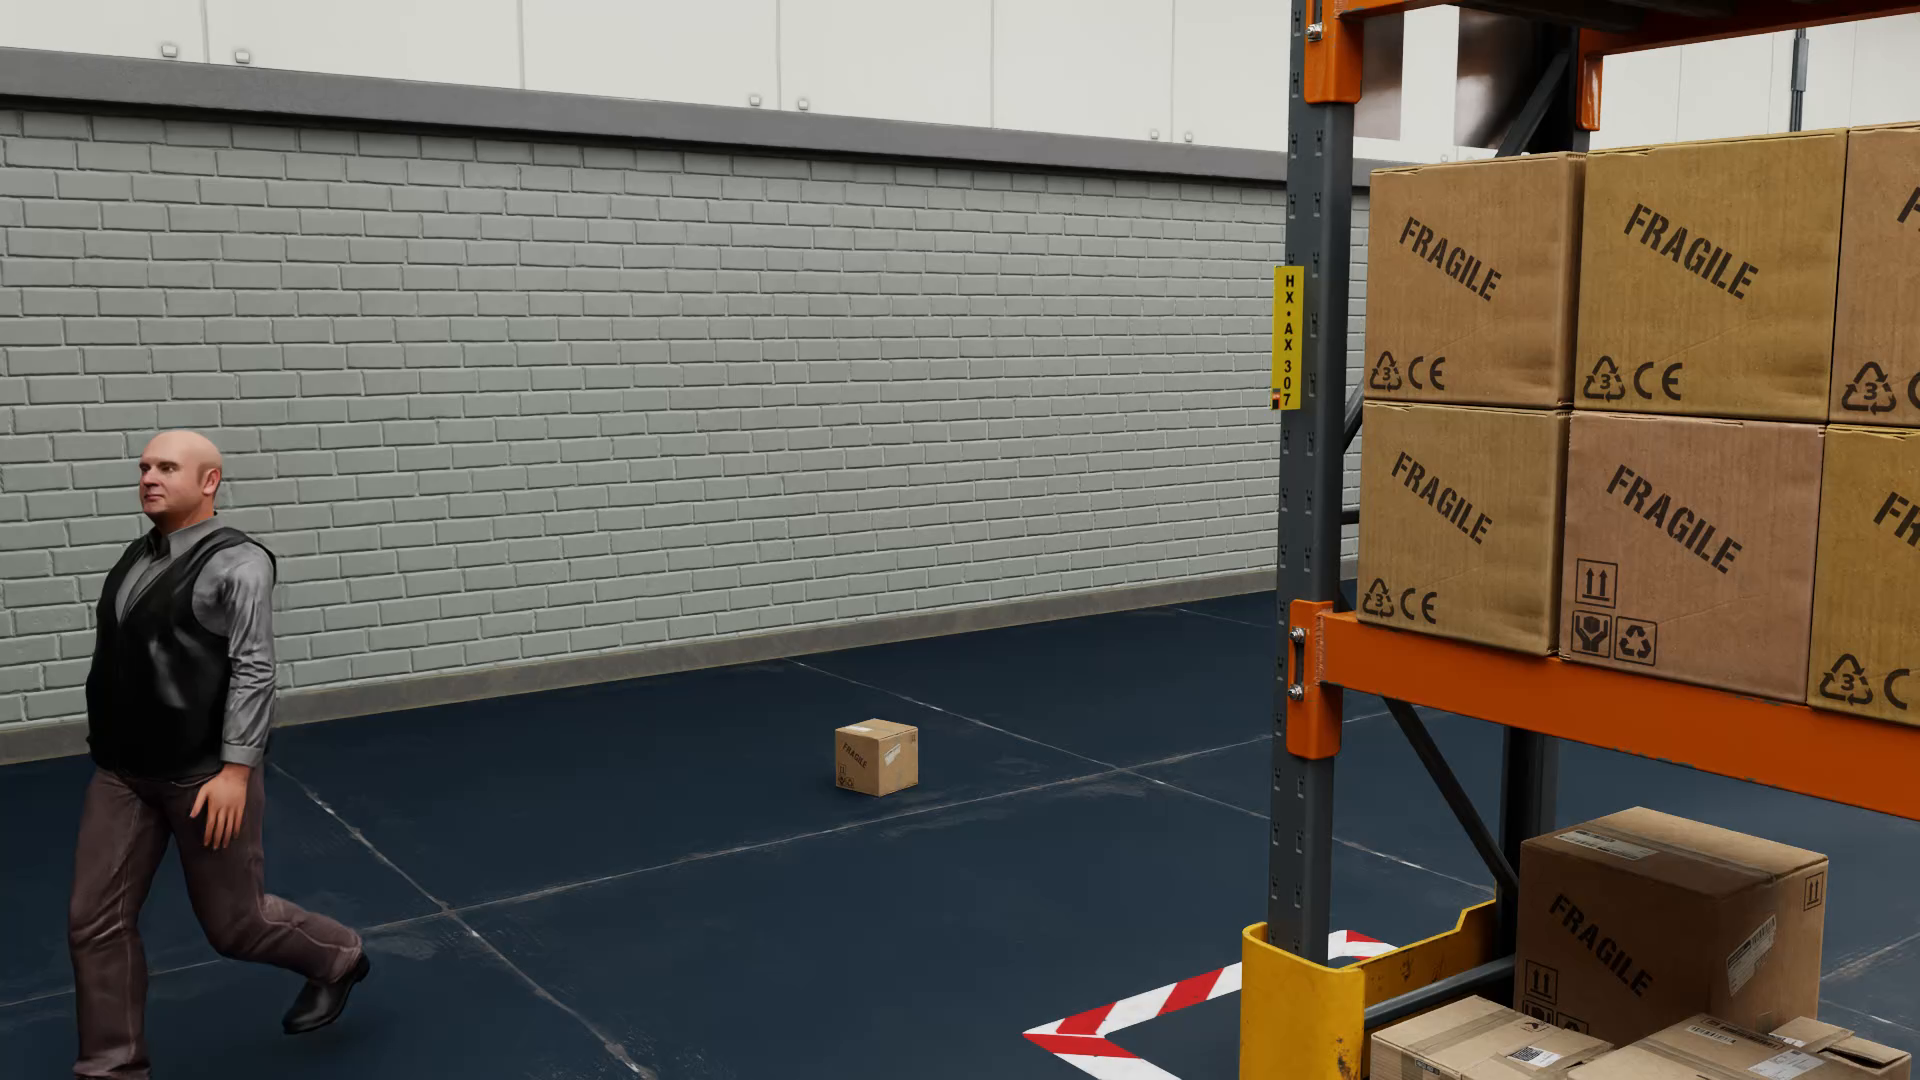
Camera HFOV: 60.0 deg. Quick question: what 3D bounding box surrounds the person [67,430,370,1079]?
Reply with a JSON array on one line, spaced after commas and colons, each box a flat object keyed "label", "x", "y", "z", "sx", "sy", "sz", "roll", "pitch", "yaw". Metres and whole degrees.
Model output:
[{"label": "person", "x": -1.933, "y": 0.571, "z": 4.182, "sx": 0.549, "sy": 1.688, "sz": 0.913, "roll": 4, "pitch": 9, "yaw": 25}]
